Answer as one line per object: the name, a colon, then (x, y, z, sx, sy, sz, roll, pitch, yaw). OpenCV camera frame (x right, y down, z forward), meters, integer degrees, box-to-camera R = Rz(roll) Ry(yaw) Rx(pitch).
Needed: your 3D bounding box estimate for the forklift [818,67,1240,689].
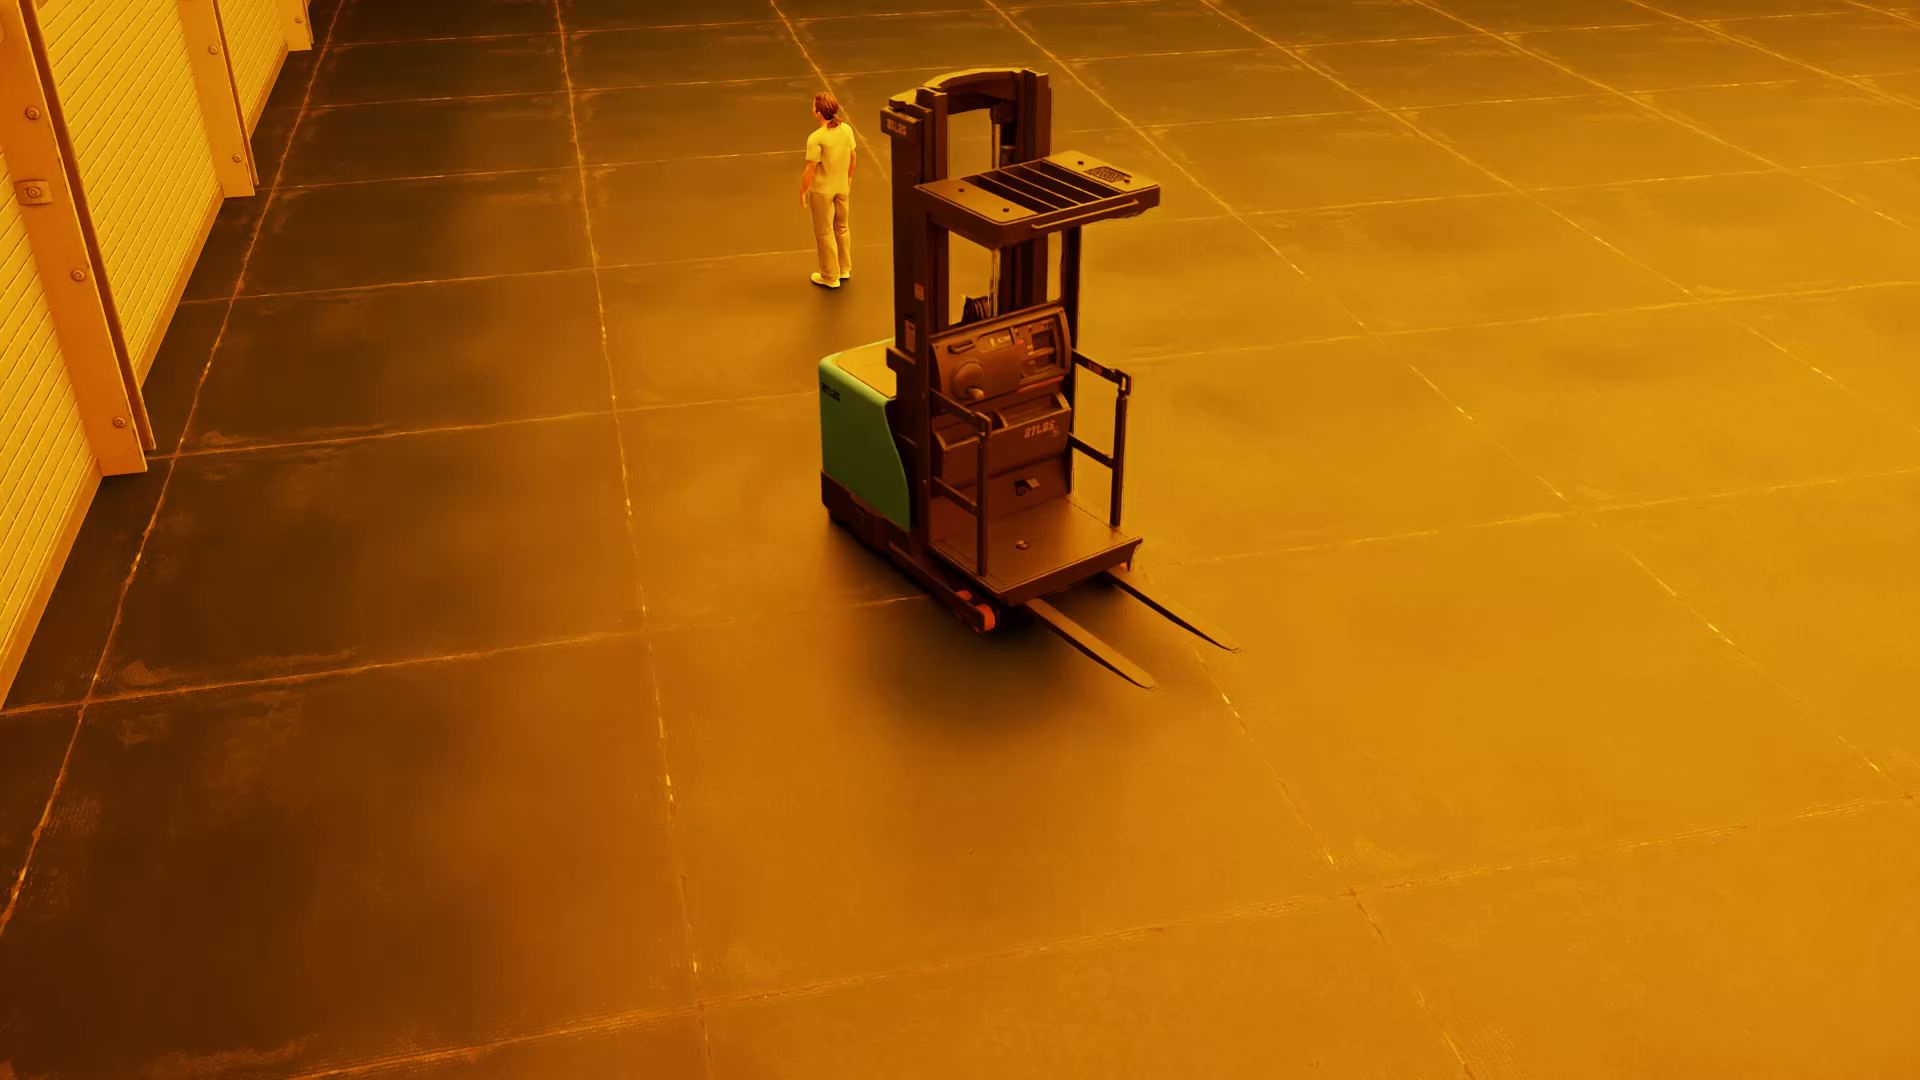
forklift: (0.370, -1.011, 9.320, 1.130, 2.935, 3.031, -20, 35, -30)

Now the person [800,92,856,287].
person: (-1.128, -2.933, 13.879, 0.550, 1.673, 0.548, -23, 37, -34)
